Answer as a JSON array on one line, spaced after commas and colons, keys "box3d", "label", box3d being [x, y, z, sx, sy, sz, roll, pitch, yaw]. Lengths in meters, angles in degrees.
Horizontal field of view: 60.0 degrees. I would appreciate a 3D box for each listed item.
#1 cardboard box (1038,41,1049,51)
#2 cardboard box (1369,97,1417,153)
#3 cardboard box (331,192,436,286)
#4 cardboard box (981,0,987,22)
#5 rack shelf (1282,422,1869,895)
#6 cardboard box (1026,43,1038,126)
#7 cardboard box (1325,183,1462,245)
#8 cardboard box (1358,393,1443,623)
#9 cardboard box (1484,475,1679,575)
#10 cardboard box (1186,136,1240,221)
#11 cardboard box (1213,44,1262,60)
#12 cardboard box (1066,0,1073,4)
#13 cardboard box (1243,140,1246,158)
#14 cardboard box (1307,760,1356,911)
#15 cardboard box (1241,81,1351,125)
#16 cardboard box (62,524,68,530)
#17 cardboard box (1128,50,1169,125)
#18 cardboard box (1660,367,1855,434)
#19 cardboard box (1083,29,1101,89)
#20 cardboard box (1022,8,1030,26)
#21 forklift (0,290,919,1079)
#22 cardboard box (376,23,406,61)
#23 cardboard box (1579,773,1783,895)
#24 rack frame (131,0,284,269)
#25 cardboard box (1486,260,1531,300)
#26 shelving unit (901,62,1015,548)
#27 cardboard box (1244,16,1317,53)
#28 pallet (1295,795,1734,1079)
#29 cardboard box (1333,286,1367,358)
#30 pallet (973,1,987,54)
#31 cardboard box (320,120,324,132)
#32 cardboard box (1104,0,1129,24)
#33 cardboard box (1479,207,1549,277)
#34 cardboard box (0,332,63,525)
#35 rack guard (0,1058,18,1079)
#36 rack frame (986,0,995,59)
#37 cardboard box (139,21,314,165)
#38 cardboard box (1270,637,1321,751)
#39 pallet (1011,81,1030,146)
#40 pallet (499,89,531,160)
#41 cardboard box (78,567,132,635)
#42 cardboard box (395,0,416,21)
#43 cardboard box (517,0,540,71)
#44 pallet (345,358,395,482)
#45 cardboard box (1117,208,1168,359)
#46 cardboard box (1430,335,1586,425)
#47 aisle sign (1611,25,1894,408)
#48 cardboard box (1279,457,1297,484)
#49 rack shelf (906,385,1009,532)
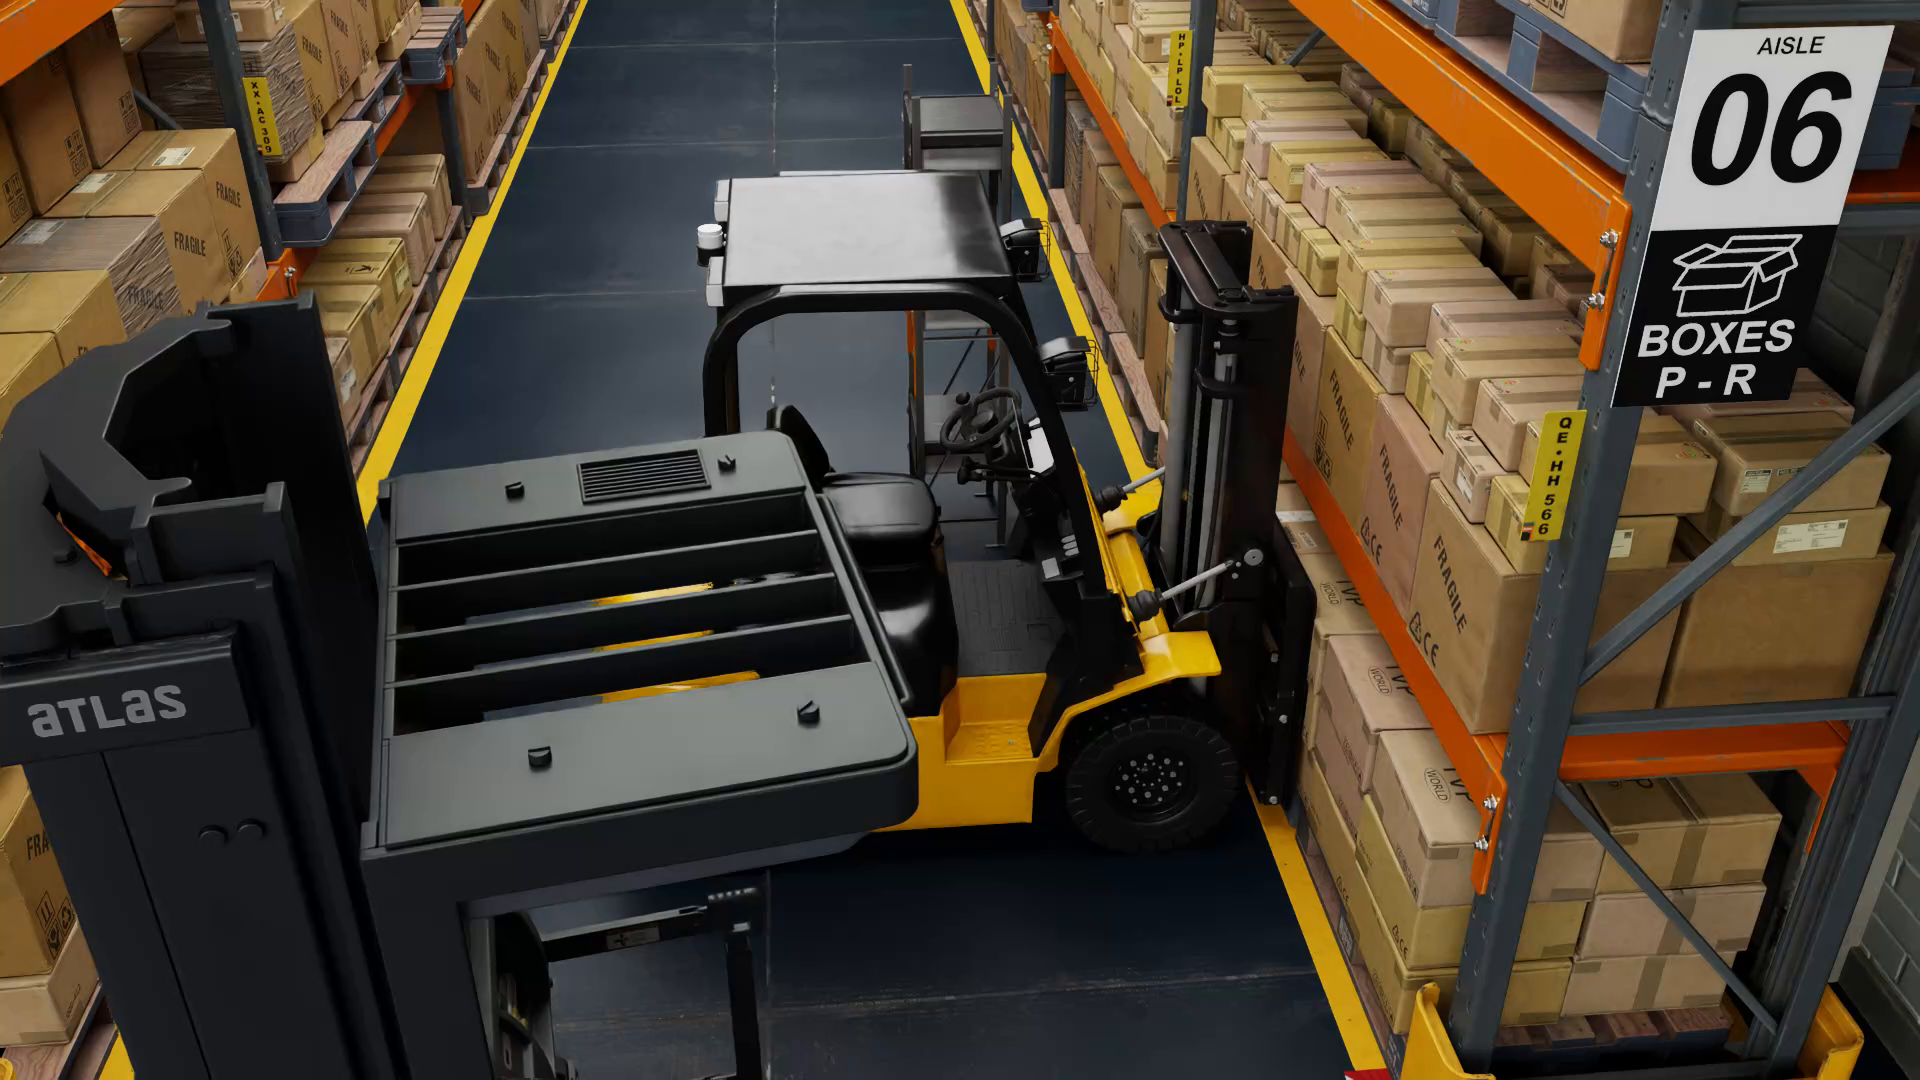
[{"box3d": [0.781, -3.545, 12.155, 0.380, 0.149, 0.250, -4, 31, -6], "label": "cardboard box"}, {"box3d": [1.841, -1.639, 6.548, 0.380, 0.149, 0.250, -3, 31, -5], "label": "cardboard box"}, {"box3d": [-3.706, -1.792, 9.978, 0.950, 0.372, 0.625, -3, 31, -6], "label": "cardboard box"}, {"box3d": [0.398, -4.914, 15.422, 0.380, 0.149, 0.250, -4, 31, -6], "label": "cardboard box"}, {"box3d": [1.676, -0.273, 5.983, 1.077, 0.370, 4.000, -3, 31, -5], "label": "rack shelf"}, {"box3d": [0.774, -3.481, 12.680, 0.500, 0.500, 0.500, -1, 31, -2], "label": "cardboard box"}, {"box3d": [1.464, -1.094, 5.637, 0.380, 0.149, 0.250, -3, 31, -4], "label": "cardboard box"}, {"box3d": [1.517, -0.107, 4.907, 0.500, 0.500, 0.500, -2, 31, -3], "label": "cardboard box"}, {"box3d": [1.552, -0.045, 4.171, 0.380, 0.149, 0.250, -2, 31, -4], "label": "cardboard box"}, {"box3d": [1.271, -1.406, 7.082, 0.500, 0.500, 0.500, -4, 31, -6], "label": "cardboard box"}, {"box3d": [1.194, -2.219, 7.809, 0.380, 0.149, 0.250, -3, 31, -5], "label": "cardboard box"}, {"box3d": [0.889, -3.556, 10.436, 0.500, 0.250, 0.500, -3, 31, -5], "label": "cardboard box"}, {"box3d": [1.335, -1.485, 6.581, 0.380, 0.149, 0.250, -3, 31, -5], "label": "cardboard box"}, {"box3d": [1.468, 0.961, 5.488, 0.500, 0.250, 0.500, -3, 31, -5], "label": "cardboard box"}, {"box3d": [1.356, -1.746, 6.728, 0.380, 0.149, 0.250, -2, 31, -4], "label": "cardboard box"}, {"box3d": [-3.006, -0.058, 5.167, 0.380, 0.149, 0.250, -2, 31, -3], "label": "cardboard box"}, {"box3d": [1.134, -2.254, 8.256, 0.500, 0.250, 0.500, -4, 31, -6], "label": "cardboard box"}, {"box3d": [2.082, -0.330, 4.357, 0.380, 0.149, 0.250, -2, 31, -3], "label": "cardboard box"}, {"box3d": [1.011, -2.822, 9.696, 0.500, 0.250, 0.500, -4, 31, -6], "label": "cardboard box"}, {"box3d": [0.695, -4.213, 13.274, 0.380, 0.149, 0.250, -2, 31, -3], "label": "cardboard box"}, {"box3d": [-0.637, 0.990, 3.234, 3.031, 2.935, 1.130, -8, 32, -13], "label": "forklift"}, {"box3d": [-3.340, -2.793, 9.336, 0.380, 0.149, 0.250, -2, 31, -4], "label": "cardboard box"}, {"box3d": [2.007, 0.756, 4.856, 0.500, 0.250, 0.500, -3, 31, -5], "label": "cardboard box"}, {"box3d": [-3.452, -1.363, 7.107, 1.000, 3.000, 0.127, -3, 31, -5], "label": "rack frame"}, {"box3d": [1.969, -0.851, 5.519, 0.380, 0.149, 0.250, -3, 31, -5], "label": "cardboard box"}, {"box3d": [-0.015, -0.986, 7.353, 0.431, 2.100, 0.503, -3, 31, -5], "label": "shelving unit"}, {"box3d": [1.630, -2.510, 8.297, 0.380, 0.149, 0.250, -3, 31, -5], "label": "cardboard box"}, {"box3d": [1.750, 1.248, 5.454, 1.003, 0.211, 1.213, -3, 31, -5], "label": "pallet"}, {"box3d": [1.408, -0.699, 5.265, 0.380, 0.149, 0.250, -3, 31, -4], "label": "cardboard box"}, {"box3d": [0.679, -4.840, 15.648, 1.003, 0.211, 1.213, -3, 31, -5], "label": "pallet"}, {"box3d": [-3.306, -2.002, 8.011, 0.380, 0.149, 0.250, -1, 31, -1], "label": "cardboard box"}, {"box3d": [0.986, -2.870, 8.900, 0.380, 0.149, 0.250, -4, 31, -6], "label": "cardboard box"}, {"box3d": [1.929, -0.982, 5.449, 0.380, 0.149, 0.250, -3, 31, -4], "label": "cardboard box"}, {"box3d": [-2.947, -0.271, 4.891, 0.500, 0.500, 0.500, -3, 31, -6], "label": "cardboard box"}, {"box3d": [-3.085, 1.714, 4.393, 1.175, 0.500, 0.348, -3, 31, -5], "label": "rack guard"}, {"box3d": [0.742, -5.687, 14.346, 1.000, 3.000, 0.127, -3, 31, -5], "label": "rack frame"}, {"box3d": [-3.210, -1.967, 7.321, 0.500, 0.500, 0.500, -2, 31, -3], "label": "cardboard box"}, {"box3d": [1.401, 0.472, 5.818, 0.500, 0.250, 0.500, -3, 31, -6], "label": "cardboard box"}, {"box3d": [0.973, -3.452, 13.324, 1.003, 0.211, 1.213, -3, 31, -5], "label": "pallet"}, {"box3d": [-3.935, -3.235, 12.961, 1.003, 0.211, 1.213, -3, 31, -5], "label": "pallet"}, {"box3d": [-2.973, 0.397, 5.701, 0.500, 0.500, 0.500, -2, 31, -4], "label": "cardboard box"}, {"box3d": [-3.447, -3.274, 9.509, 0.500, 0.500, 0.500, -3, 31, -5], "label": "cardboard box"}, {"box3d": [-4.062, -4.403, 13.858, 0.875, 0.875, 0.875, -2, 31, -3], "label": "cardboard box"}, {"box3d": [-3.526, -0.563, 8.487, 1.003, 0.211, 1.213, -3, 31, -5], "label": "pallet"}, {"box3d": [1.365, -1.426, 9.118, 0.875, 0.625, 0.625, -3, 31, -5], "label": "cardboard box"}, {"box3d": [1.515, -0.439, 4.540, 0.380, 0.149, 0.250, -2, 31, -3], "label": "cardboard box"}, {"box3d": [1.577, -0.629, 3.342, 0.394, 0.787, 0.004, -3, 31, -5], "label": "aisle sign"}, {"box3d": [1.318, -0.255, 6.548, 0.500, 0.250, 0.500, -2, 31, -3], "label": "cardboard box"}, {"box3d": [-0.015, -0.373, 7.719, 0.431, 0.518, 0.480, -3, 31, -5], "label": "rack shelf"}]
